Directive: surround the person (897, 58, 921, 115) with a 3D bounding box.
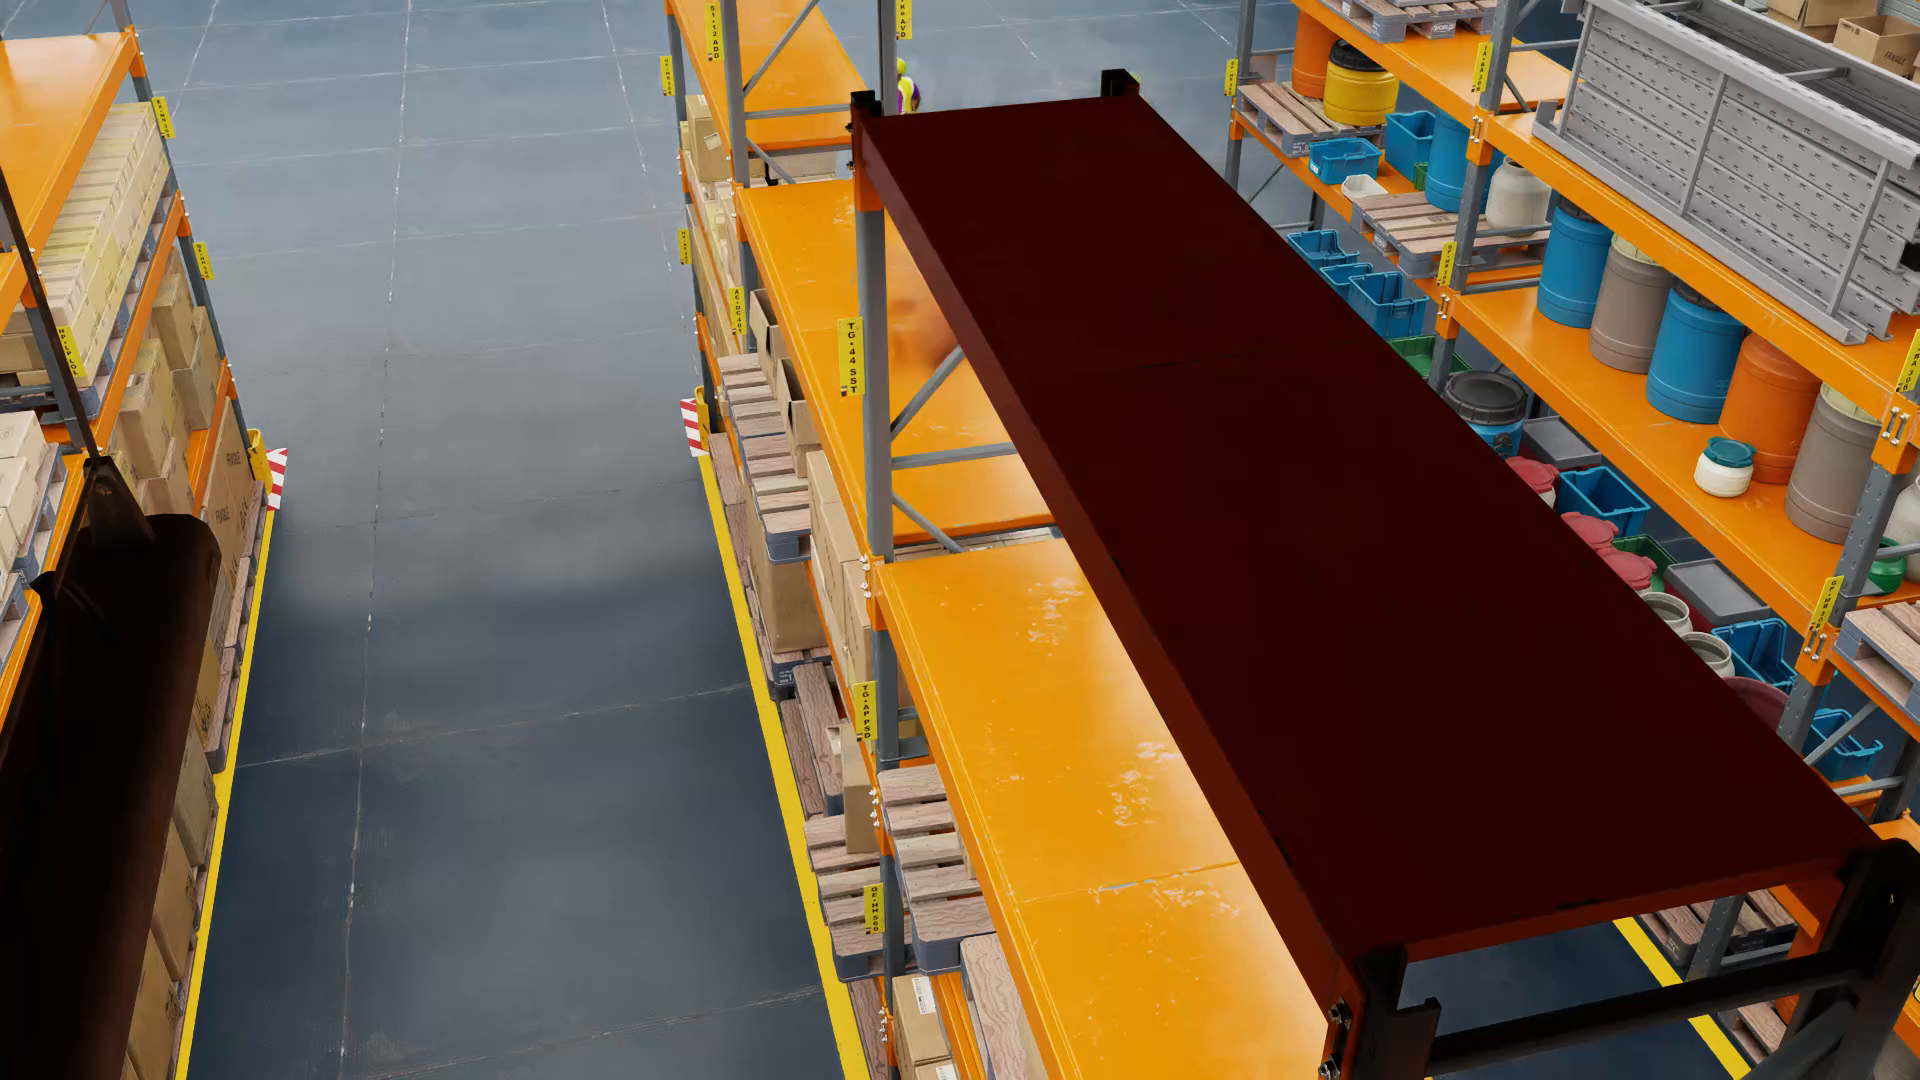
[{"bbox_3d":[-0.755,-4.839,19.627,0.573,1.727,0.710,6,35,9],"label":"person"}]
